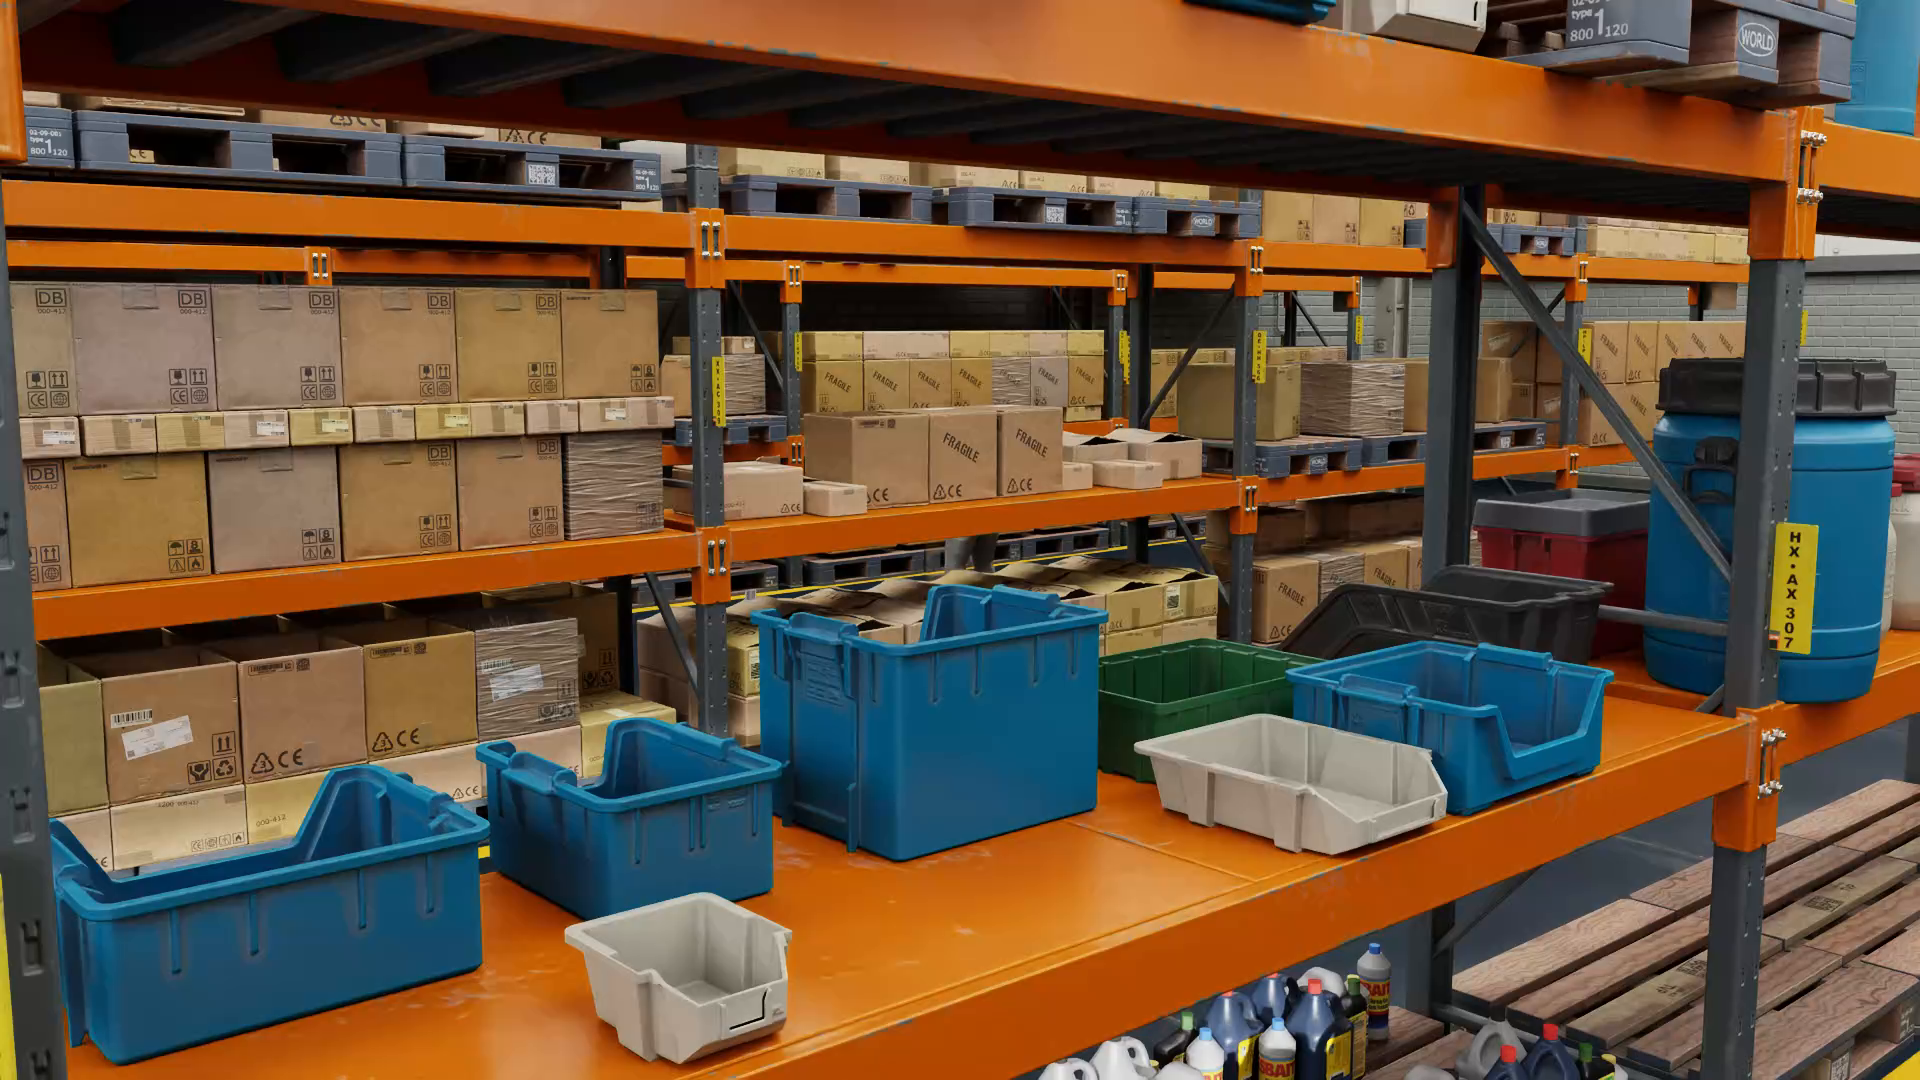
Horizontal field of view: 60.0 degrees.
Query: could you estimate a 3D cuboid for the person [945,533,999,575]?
[{"bbox_3d":[0.077,-0.165,12.520,0.549,1.664,0.470,-7,10,-43],"label":"person"}]
